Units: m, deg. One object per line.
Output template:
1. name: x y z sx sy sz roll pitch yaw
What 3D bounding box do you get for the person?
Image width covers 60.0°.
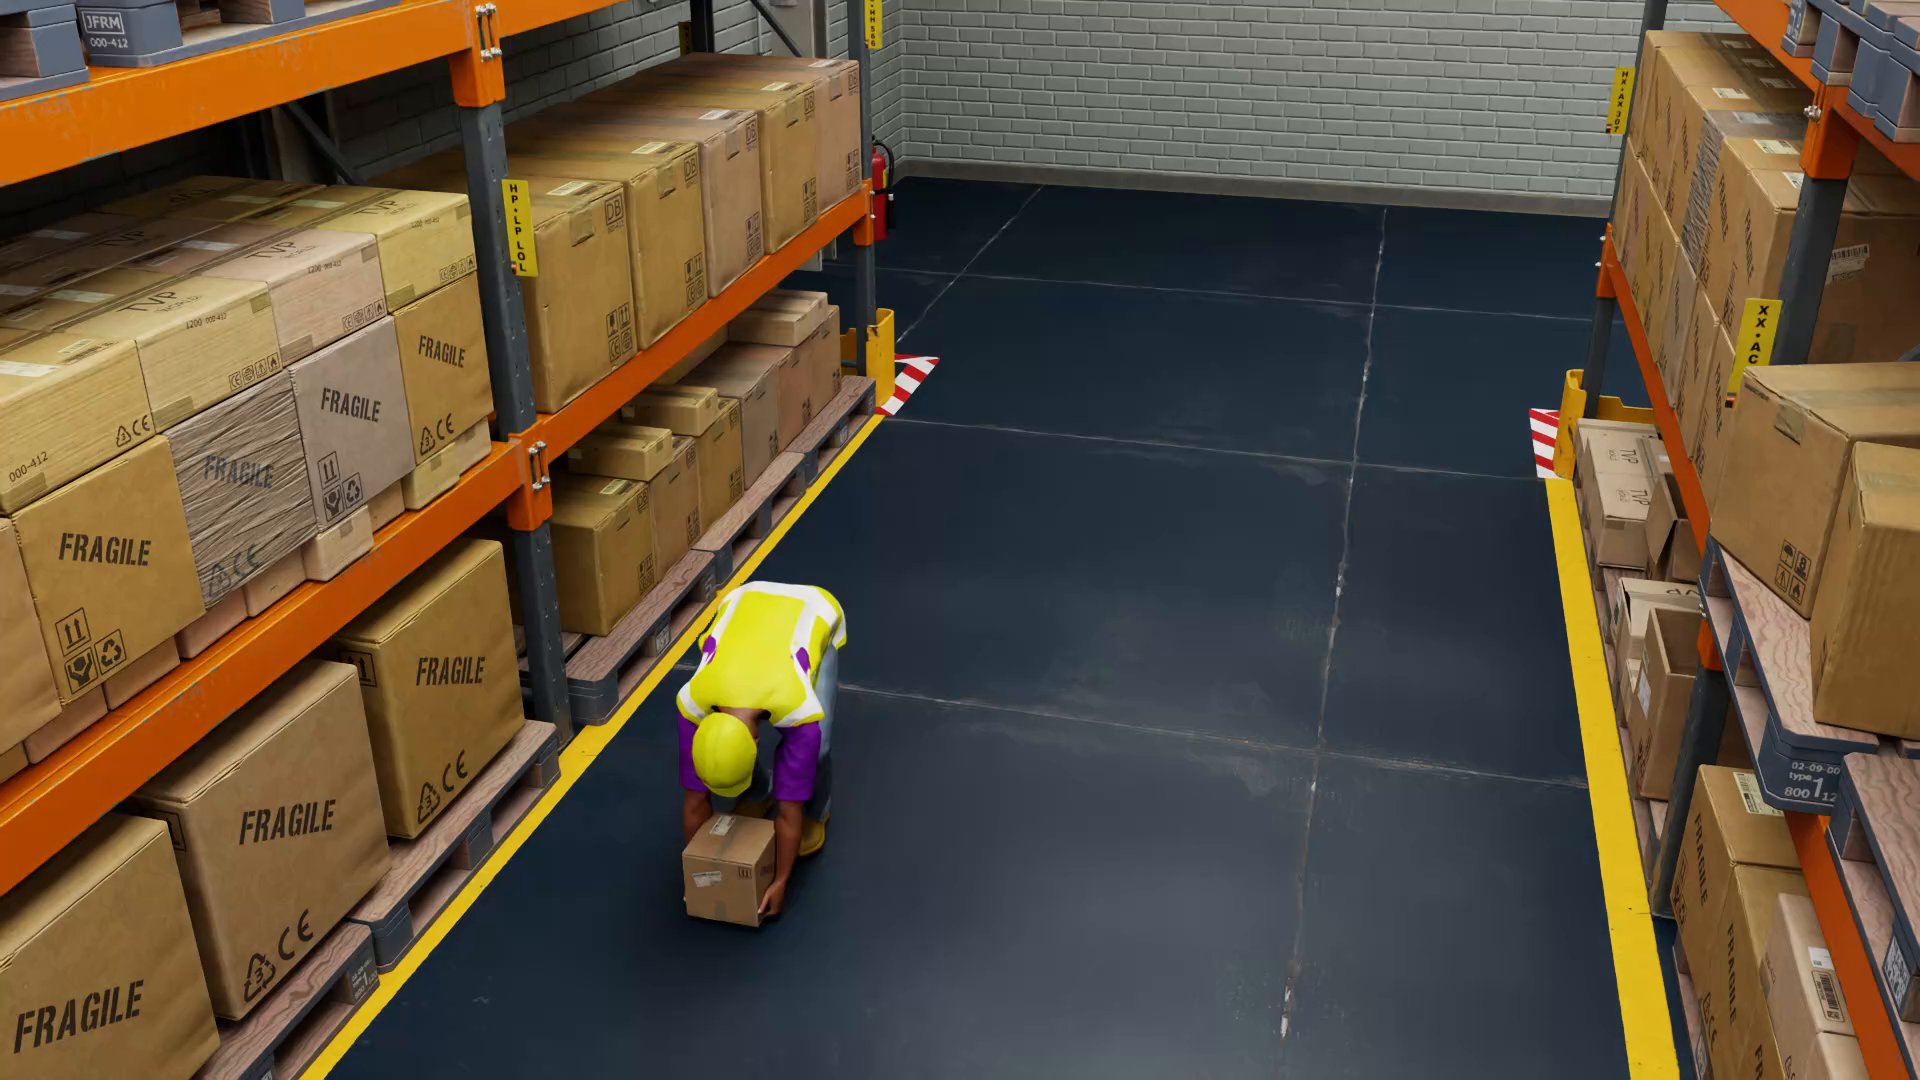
1. person: -0.665 0.678 5.624 0.508 0.925 0.975 5 26 11
